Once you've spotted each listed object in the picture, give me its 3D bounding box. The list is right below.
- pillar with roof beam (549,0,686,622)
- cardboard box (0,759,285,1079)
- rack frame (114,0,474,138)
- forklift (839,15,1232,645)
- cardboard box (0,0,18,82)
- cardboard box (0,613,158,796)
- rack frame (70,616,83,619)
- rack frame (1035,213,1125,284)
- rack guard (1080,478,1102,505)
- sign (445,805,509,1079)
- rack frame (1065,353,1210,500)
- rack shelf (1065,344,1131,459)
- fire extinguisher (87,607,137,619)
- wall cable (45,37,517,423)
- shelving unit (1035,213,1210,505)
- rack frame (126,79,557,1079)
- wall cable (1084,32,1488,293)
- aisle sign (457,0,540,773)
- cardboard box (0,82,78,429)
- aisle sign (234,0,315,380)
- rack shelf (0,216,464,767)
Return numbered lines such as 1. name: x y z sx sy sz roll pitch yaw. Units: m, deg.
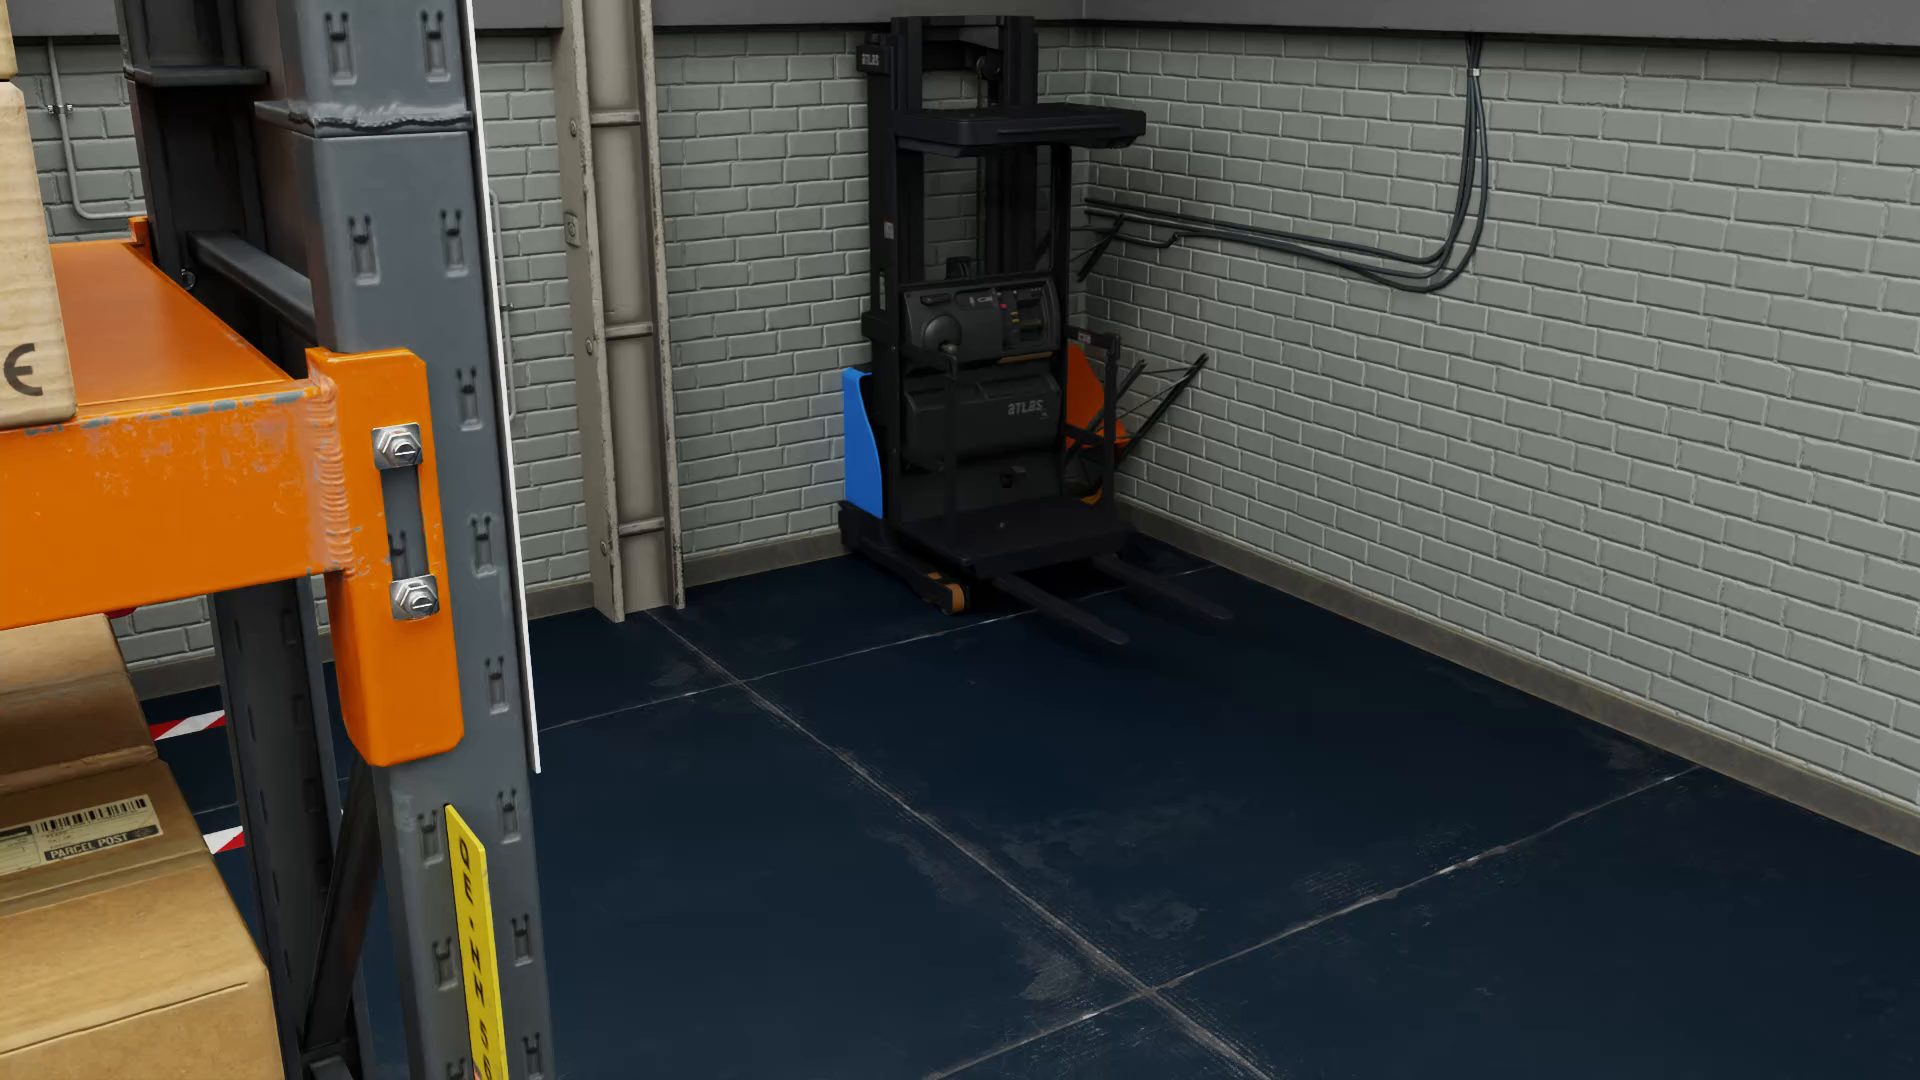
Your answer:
1. pillar with roof beam: 0.686 -2.765 3.872 0.400 9.000 9.100 -12 22 -31
2. cardboard box: -0.954 0.588 1.605 0.500 0.500 0.500 -12 22 -32
3. rack frame: -0.734 -1.885 1.270 0.127 3.000 1.000 -12 22 -31
4. forklift: 0.236 -1.169 8.626 1.130 2.935 3.031 -11 22 -29
5. cardboard box: -1.022 -0.471 1.225 0.500 0.250 0.500 -12 22 -31
6. cardboard box: -1.249 0.444 2.032 0.500 0.500 0.500 -11 22 -30
7. rack frame: -3.461 -0.367 6.148 0.127 3.000 1.000 -12 22 -31
8. rack frame: 0.446 -1.420 9.936 0.500 1.500 0.032 -10 62 -34
9. rack guard: 0.598 -0.239 10.003 0.587 0.250 0.087 -10 62 -34
10. sign: -0.445 0.411 1.545 0.005 0.325 0.100 -12 22 -31
11. rack frame: 0.856 -0.576 9.544 0.500 1.500 0.032 -10 62 -34
12. rack shelf: 0.577 -0.901 9.872 0.538 0.185 1.000 -10 62 -34
13. fire extinguisher: -3.081 -0.057 5.933 0.183 0.674 0.296 -12 22 -31
14. wall cable: -2.912 -1.327 7.401 1.851 1.984 0.084 -12 22 -31
15. shelving unit: 0.655 -0.991 9.737 0.587 1.500 1.083 -10 62 -34
16. rack frame: -0.734 0.957 2.231 0.127 3.000 1.000 -12 22 -31
17. wall cable: 1.459 -2.639 8.348 0.112 2.526 3.097 -12 22 -31
18. aisle sign: -0.508 -0.205 1.607 0.004 0.787 0.394 -12 22 -31
19. cardboard box: -1.018 -0.232 1.298 0.500 0.250 0.500 -12 22 -31
20. aisle sign: -0.838 -0.365 2.082 0.004 0.787 0.394 -12 22 -31
21. rack shelf: -2.404 0.229 0.823 4.000 0.370 1.077 -12 22 -31
